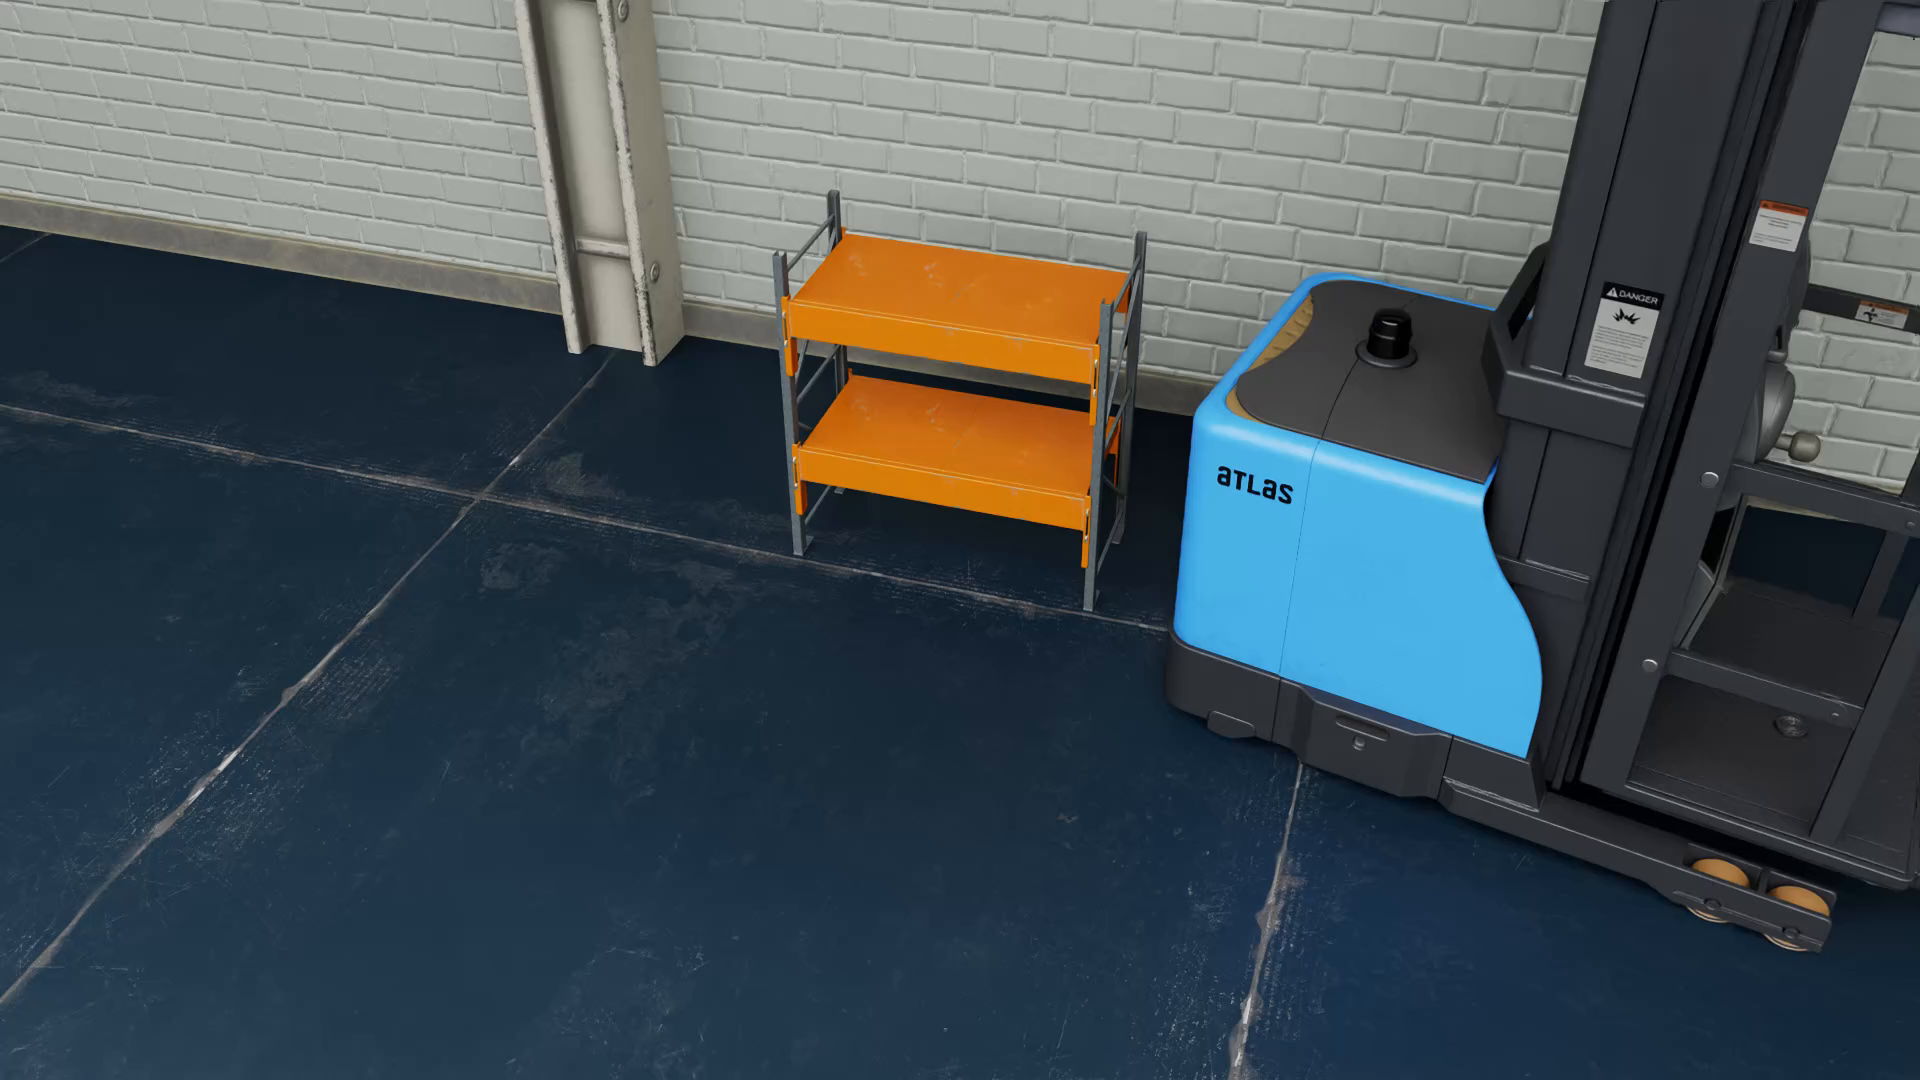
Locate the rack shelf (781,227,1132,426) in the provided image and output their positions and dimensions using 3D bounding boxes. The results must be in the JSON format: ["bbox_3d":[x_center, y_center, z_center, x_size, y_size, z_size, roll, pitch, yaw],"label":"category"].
[{"bbox_3d":[0.006,-0.688,5.241,1.000,0.278,0.538,10,38,14],"label":"rack shelf"}]

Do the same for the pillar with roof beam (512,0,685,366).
[{"bbox_3d":[-2.652,-2.009,0.889,0.400,9.000,9.100,10,38,14],"label":"pillar with roof beam"}]

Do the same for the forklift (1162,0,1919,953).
[{"bbox_3d":[2.151,-0.481,3.931,3.031,2.935,1.130,18,40,23],"label":"forklift"}]

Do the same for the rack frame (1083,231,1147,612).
[{"bbox_3d":[0.492,-0.362,5.293,0.032,1.125,0.500,10,38,14],"label":"rack frame"}]

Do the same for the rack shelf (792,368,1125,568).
[{"bbox_3d":[0.006,-0.255,5.560,1.000,0.278,0.538,10,38,14],"label":"rack shelf"}]

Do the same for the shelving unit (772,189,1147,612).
[{"bbox_3d":[0.006,-0.452,5.415,1.048,1.125,0.538,10,38,14],"label":"shelving unit"}]

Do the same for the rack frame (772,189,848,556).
[{"bbox_3d":[-0.479,-0.542,5.537,0.032,1.125,0.500,10,38,14],"label":"rack frame"}]
